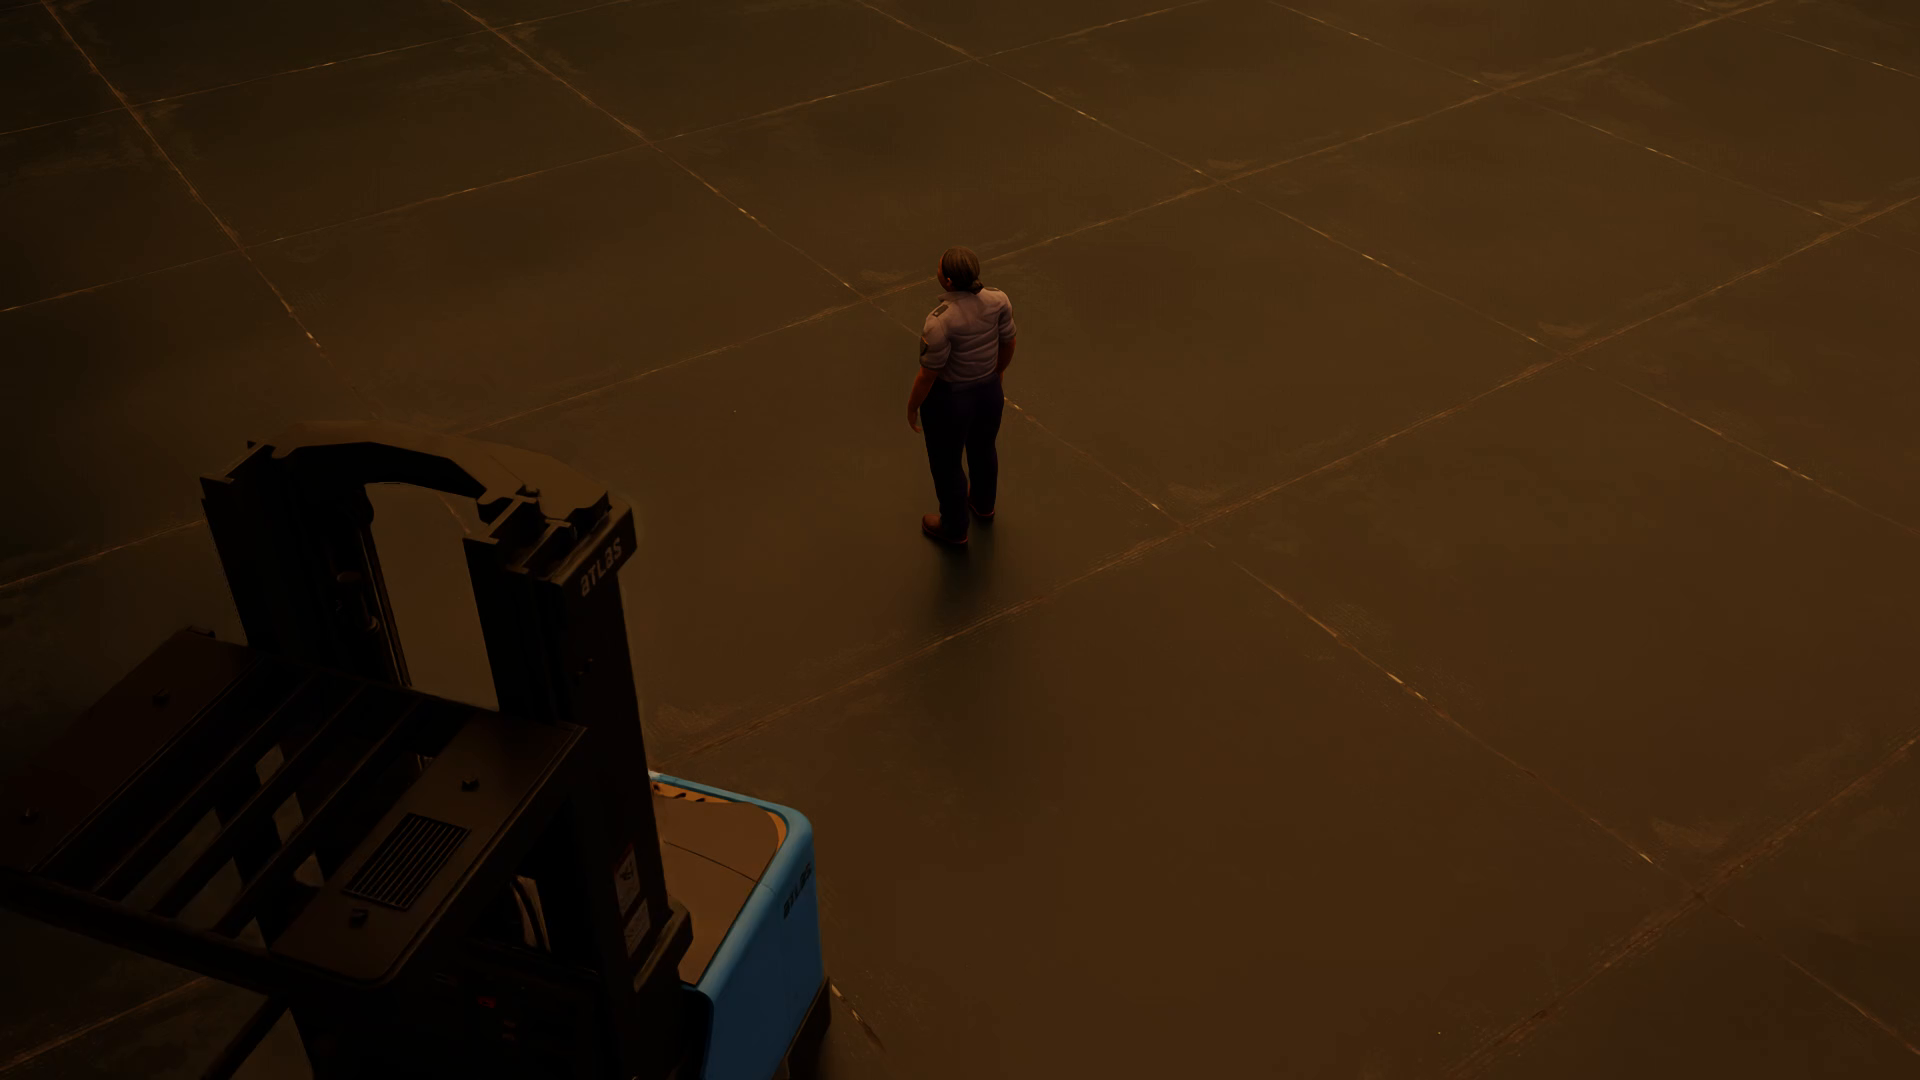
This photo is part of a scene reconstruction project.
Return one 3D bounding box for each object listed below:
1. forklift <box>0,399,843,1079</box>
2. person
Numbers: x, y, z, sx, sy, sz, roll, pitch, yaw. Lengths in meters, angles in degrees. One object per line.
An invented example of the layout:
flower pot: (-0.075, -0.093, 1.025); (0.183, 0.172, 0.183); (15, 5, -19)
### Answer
forklift: (-1.401, 1.245, 4.260); (1.130, 2.935, 3.031); (12, 38, 16)
person: (-0.033, -0.717, 7.988); (0.598, 1.644, 0.502); (-23, 42, -28)
